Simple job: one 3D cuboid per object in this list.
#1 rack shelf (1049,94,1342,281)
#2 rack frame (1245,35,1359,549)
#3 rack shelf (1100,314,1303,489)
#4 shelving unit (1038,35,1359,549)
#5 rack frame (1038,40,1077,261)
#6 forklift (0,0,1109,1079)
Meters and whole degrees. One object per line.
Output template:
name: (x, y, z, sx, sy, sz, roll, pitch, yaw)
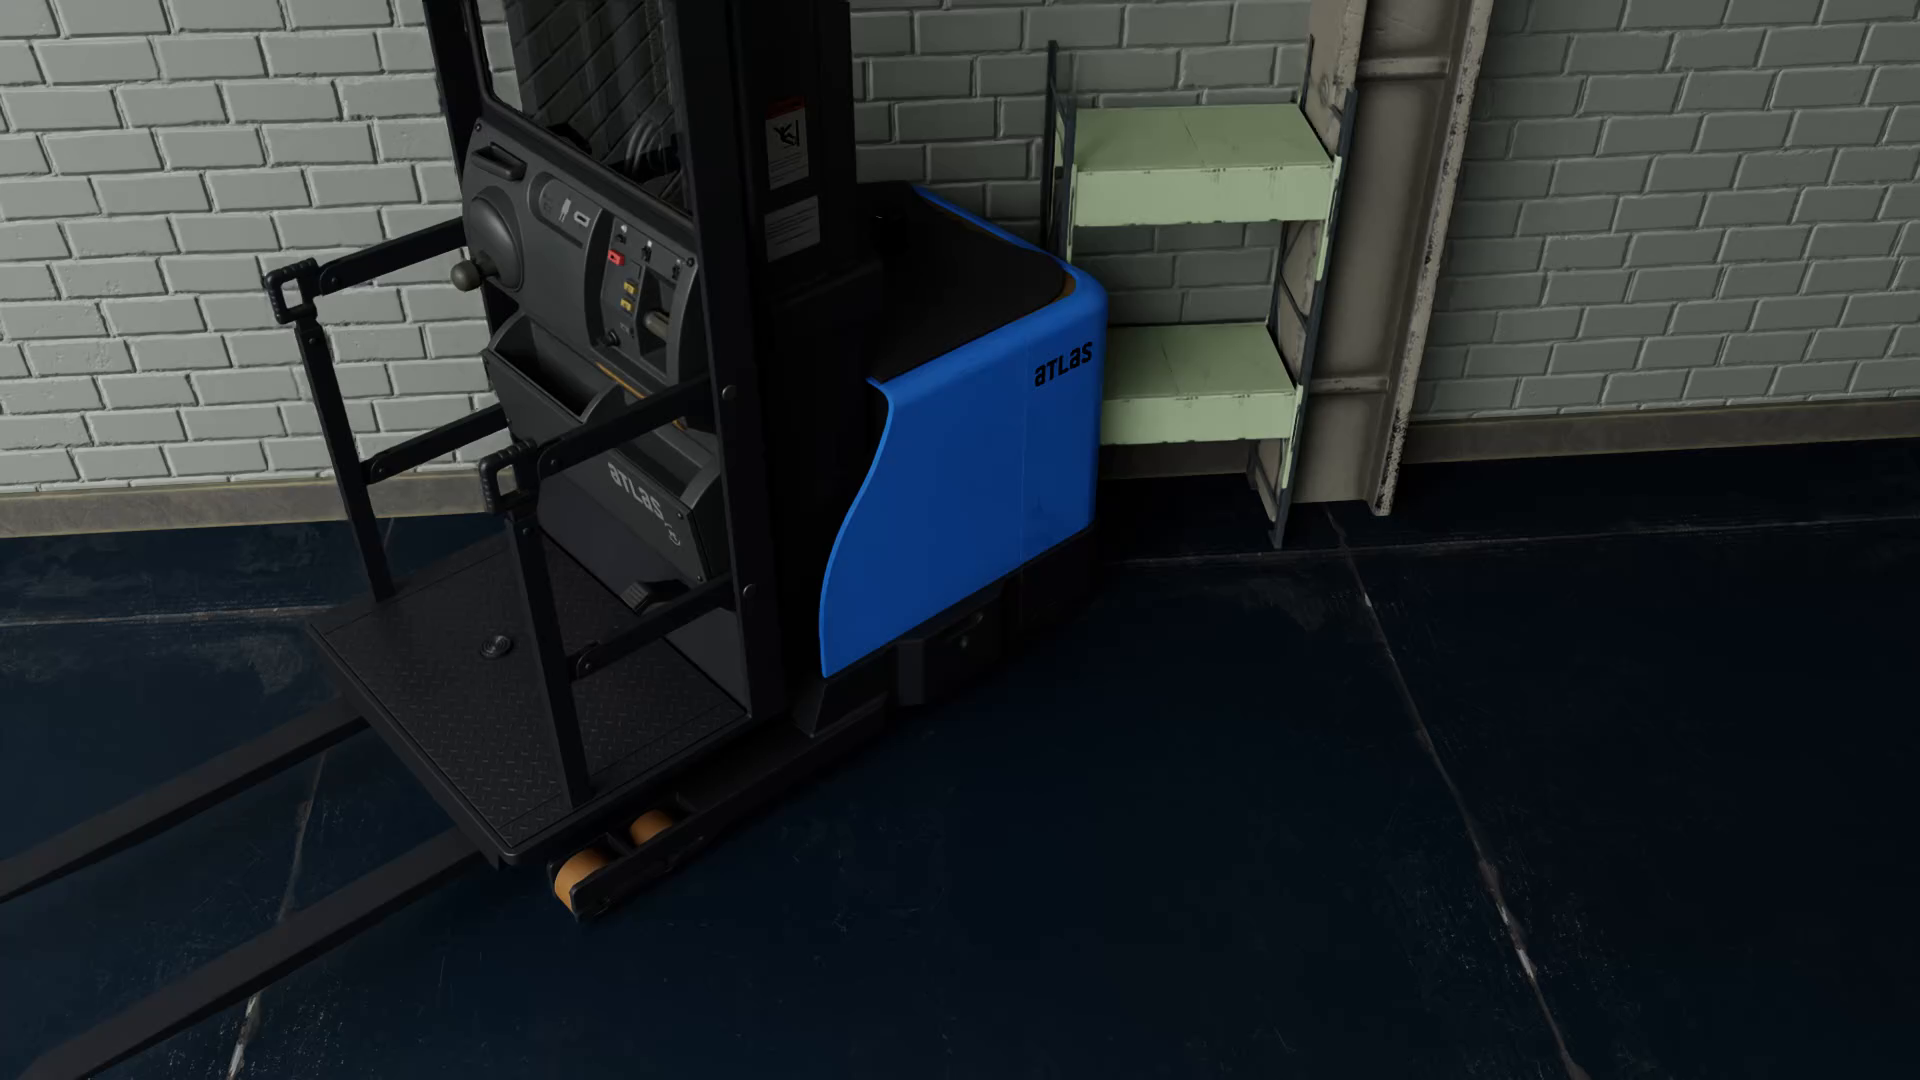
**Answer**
rack shelf: (0.629, -0.975, 4.631, 0.720, 0.370, 0.431, -3, 38, -5)
rack frame: (0.988, -0.684, 4.901, 0.023, 1.500, 0.400, -3, 38, -5)
rack shelf: (0.619, -0.411, 5.073, 0.720, 0.370, 0.431, -3, 38, -5)
shelving unit: (0.623, -0.668, 4.872, 0.755, 1.500, 0.431, -3, 38, -5)
rack frame: (0.259, -0.651, 4.842, 0.023, 1.500, 0.400, -3, 38, -5)
forklift: (-1.025, -0.597, 3.640, 3.031, 2.935, 1.130, -29, 47, -32)
